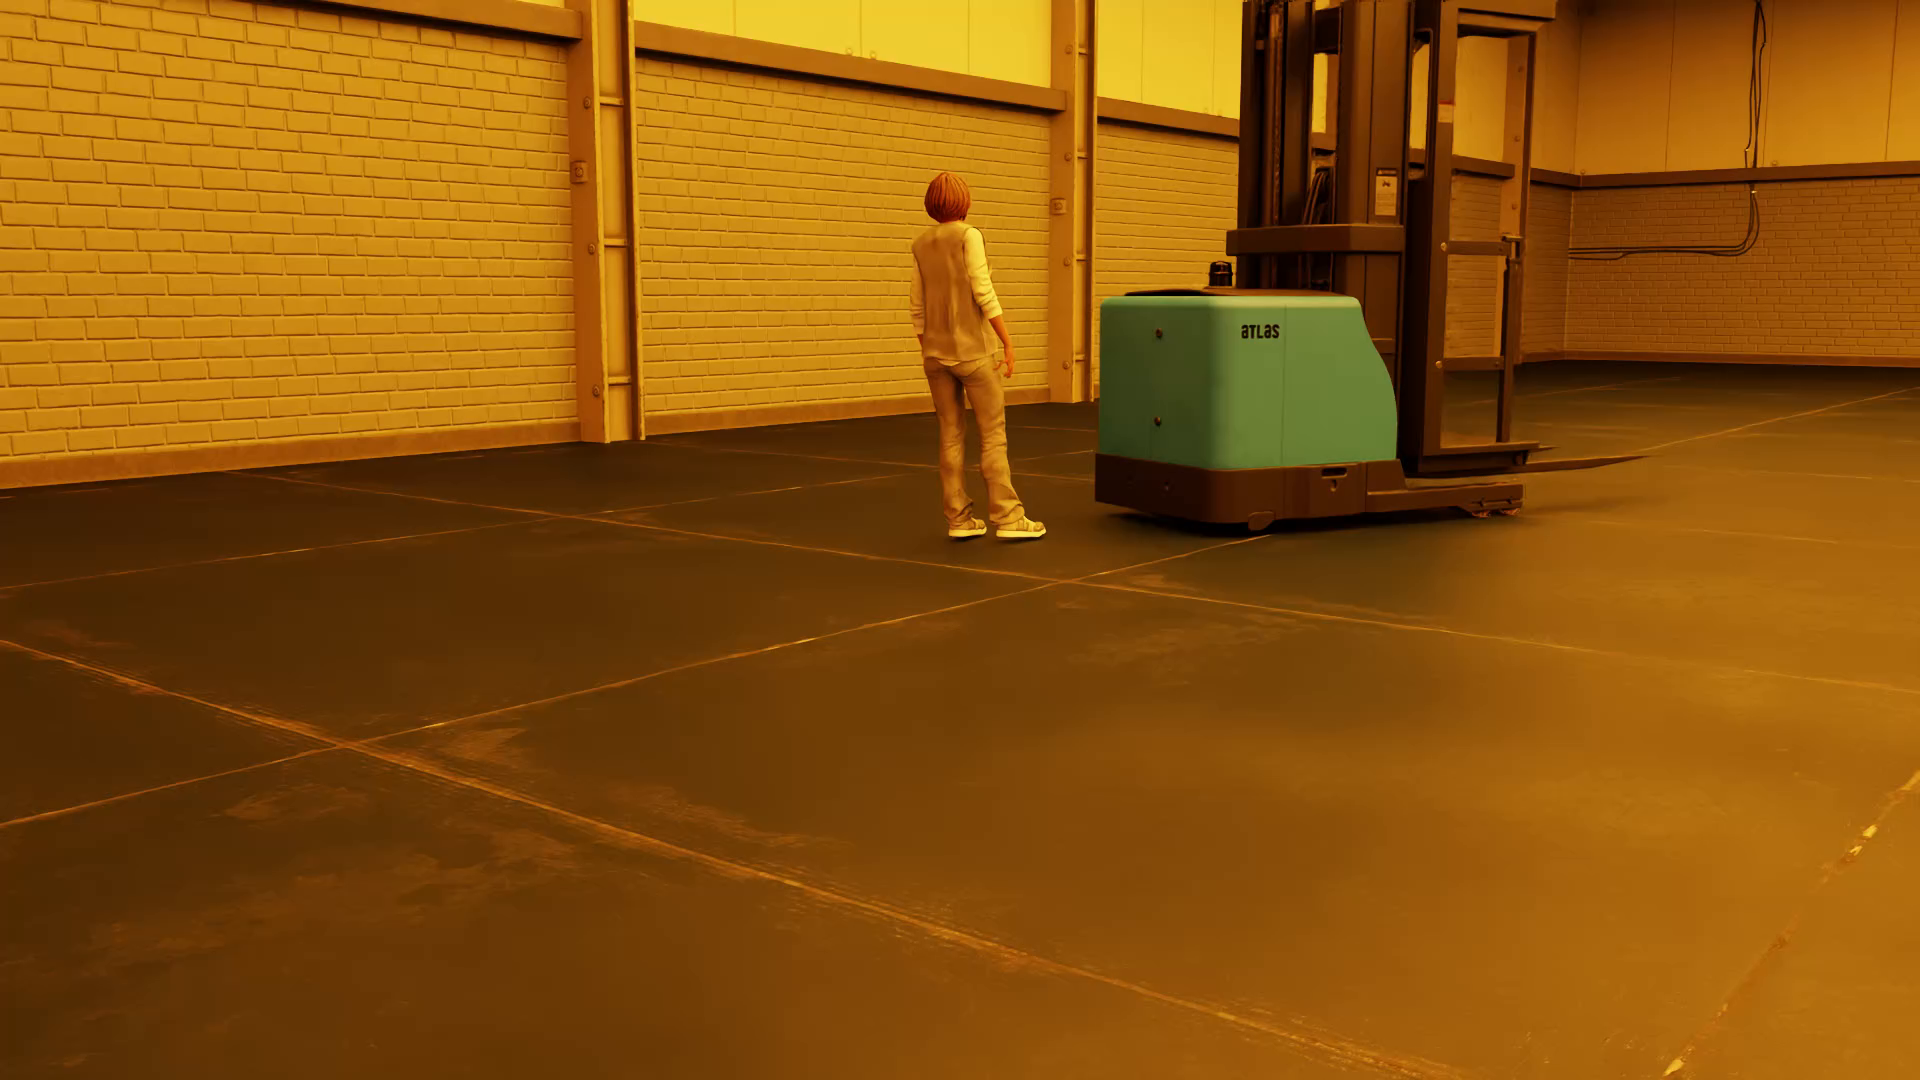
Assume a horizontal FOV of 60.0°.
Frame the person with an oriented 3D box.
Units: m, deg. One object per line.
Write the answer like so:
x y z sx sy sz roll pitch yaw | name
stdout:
0.057 -0.804 7.336 0.521 1.596 0.475 7 11 38 | person

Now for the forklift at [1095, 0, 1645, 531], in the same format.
2.208 -1.618 8.342 3.031 2.935 1.130 -5 9 -29 | forklift
